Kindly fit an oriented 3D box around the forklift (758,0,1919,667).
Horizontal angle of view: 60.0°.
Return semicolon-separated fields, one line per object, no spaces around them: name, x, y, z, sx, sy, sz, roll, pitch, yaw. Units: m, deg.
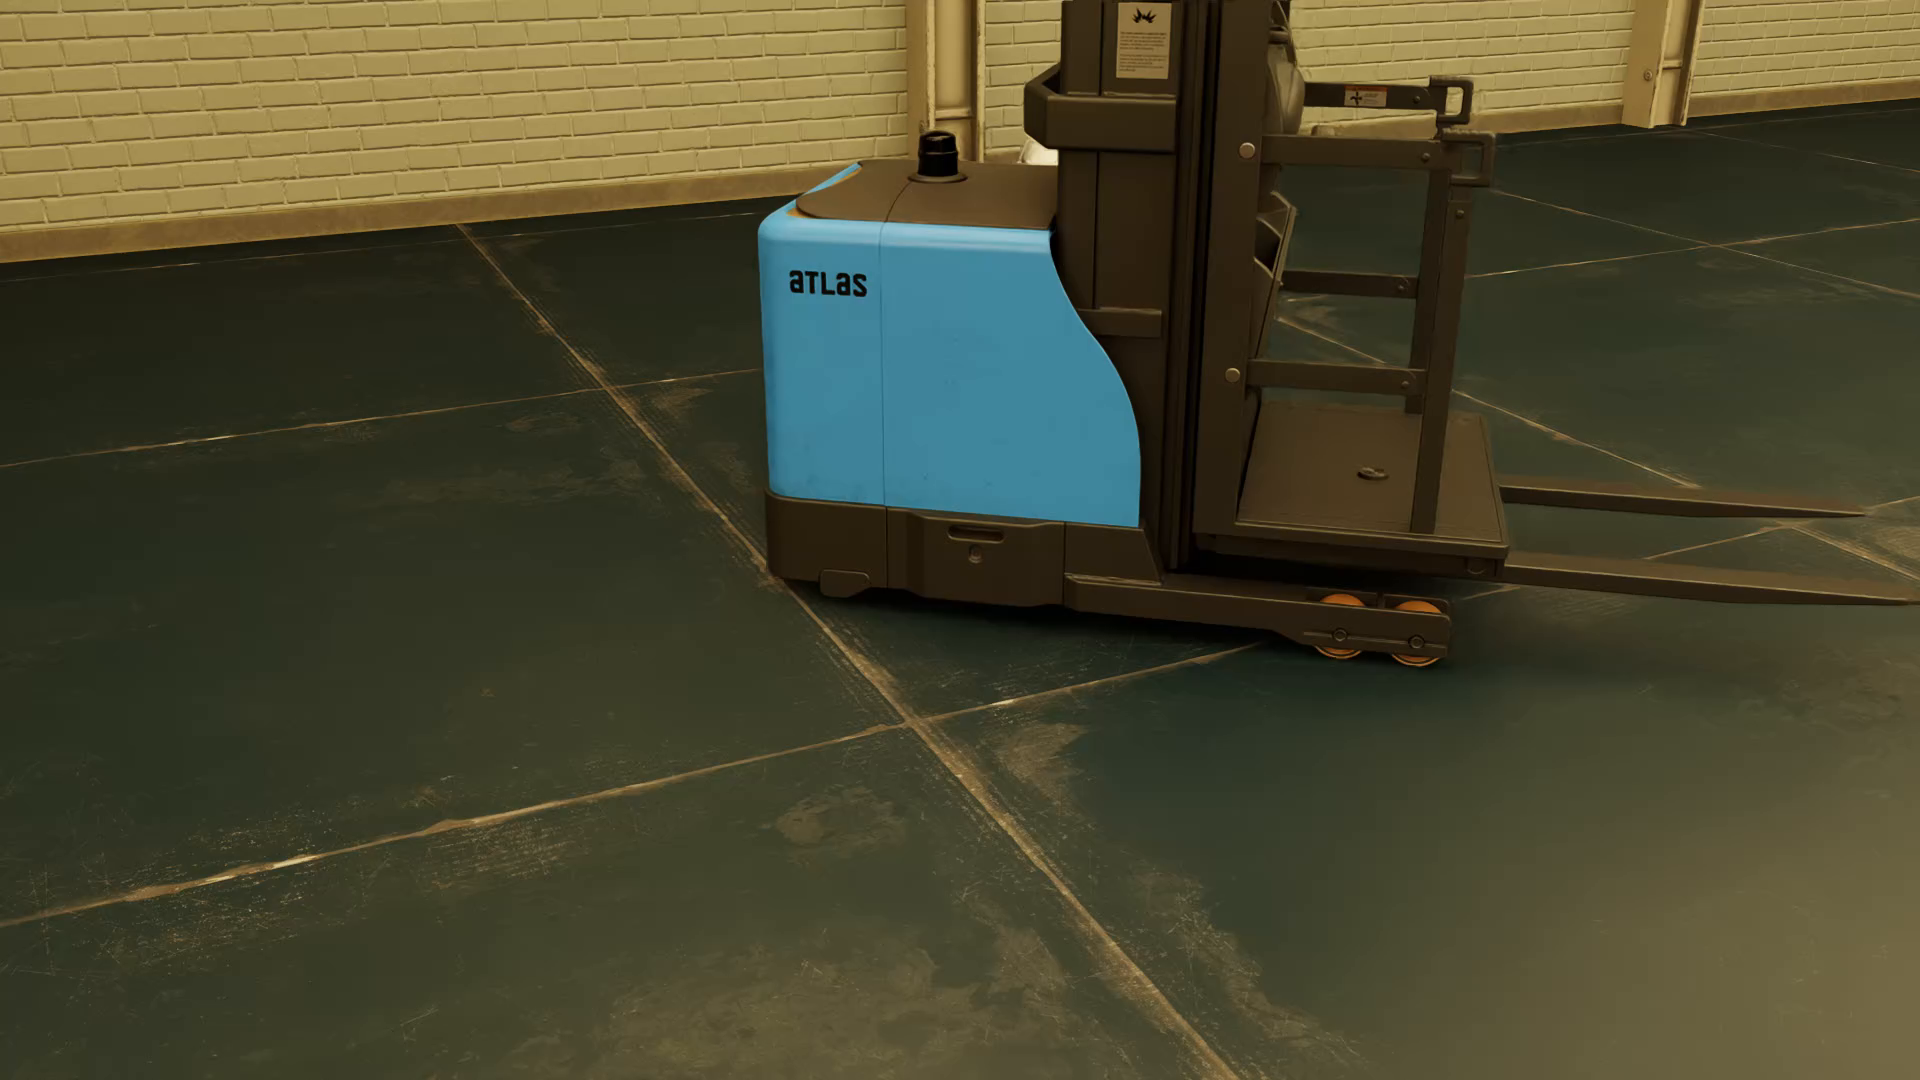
forklift;1.025;-1.249;4.294;3.031;2.935;1.130;5;23;12

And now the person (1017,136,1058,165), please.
person;0.479;-0.970;5.710;0.690;1.369;1.394;15;27;31
